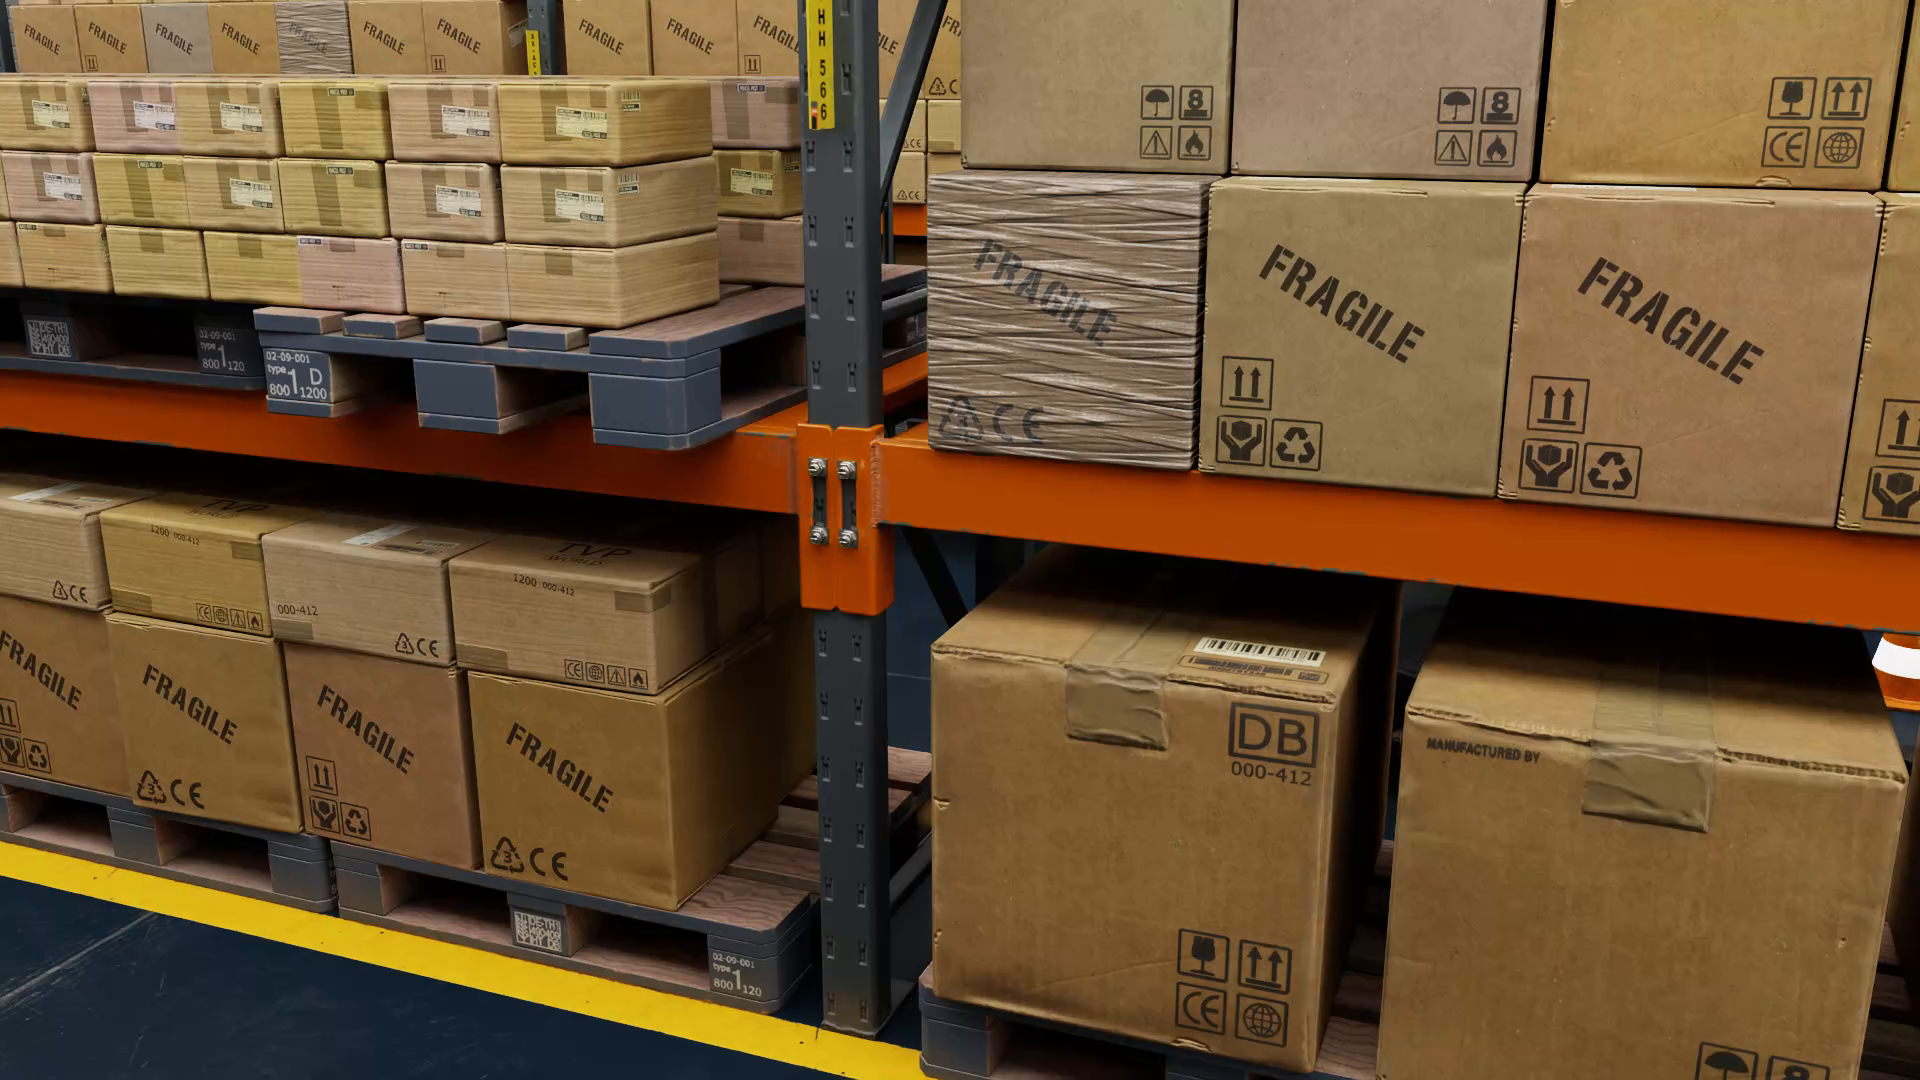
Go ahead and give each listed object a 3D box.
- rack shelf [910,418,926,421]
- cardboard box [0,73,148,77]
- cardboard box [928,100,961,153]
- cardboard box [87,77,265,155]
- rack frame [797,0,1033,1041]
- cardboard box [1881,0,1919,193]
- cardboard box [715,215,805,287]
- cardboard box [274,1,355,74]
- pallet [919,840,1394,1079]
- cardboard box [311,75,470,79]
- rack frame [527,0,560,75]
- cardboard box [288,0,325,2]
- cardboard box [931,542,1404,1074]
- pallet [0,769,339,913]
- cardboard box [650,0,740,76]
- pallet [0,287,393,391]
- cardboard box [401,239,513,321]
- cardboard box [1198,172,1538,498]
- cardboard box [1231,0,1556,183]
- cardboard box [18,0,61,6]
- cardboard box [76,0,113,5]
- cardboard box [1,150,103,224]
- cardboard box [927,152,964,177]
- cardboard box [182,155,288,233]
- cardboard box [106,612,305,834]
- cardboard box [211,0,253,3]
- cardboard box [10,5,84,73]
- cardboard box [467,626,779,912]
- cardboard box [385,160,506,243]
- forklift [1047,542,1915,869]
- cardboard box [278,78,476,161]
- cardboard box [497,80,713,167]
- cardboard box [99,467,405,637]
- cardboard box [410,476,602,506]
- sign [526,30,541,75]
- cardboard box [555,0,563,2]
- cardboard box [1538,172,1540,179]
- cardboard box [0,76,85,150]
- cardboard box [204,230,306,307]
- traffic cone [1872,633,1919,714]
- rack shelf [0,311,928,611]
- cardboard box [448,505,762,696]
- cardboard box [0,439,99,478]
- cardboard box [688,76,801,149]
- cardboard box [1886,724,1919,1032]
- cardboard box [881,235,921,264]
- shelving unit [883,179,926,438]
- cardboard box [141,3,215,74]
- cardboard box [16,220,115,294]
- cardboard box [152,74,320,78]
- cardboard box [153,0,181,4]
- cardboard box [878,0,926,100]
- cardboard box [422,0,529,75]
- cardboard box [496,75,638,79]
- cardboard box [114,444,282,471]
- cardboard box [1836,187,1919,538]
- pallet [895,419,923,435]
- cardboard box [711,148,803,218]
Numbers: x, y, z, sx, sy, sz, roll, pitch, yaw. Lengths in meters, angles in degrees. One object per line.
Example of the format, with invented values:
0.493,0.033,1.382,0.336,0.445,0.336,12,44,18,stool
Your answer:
0.079,-0.539,6.985,1.000,0.185,0.538,6,17,21,rack shelf
-2.369,-1.194,4.536,0.250,0.149,0.380,6,17,19,cardboard box
0.162,-2.060,8.261,0.500,0.250,0.500,6,17,19,cardboard box
-1.627,-0.919,3.589,0.250,0.149,0.380,6,17,21,cardboard box
-0.055,-0.515,3.569,0.127,3.000,1.000,6,17,21,rack frame
1.784,-0.840,2.712,0.500,0.500,0.700,6,17,20,cardboard box
-0.397,-0.694,3.883,0.250,0.149,0.380,6,17,20,cardboard box
-3.540,-2.827,9.559,0.500,0.500,0.500,7,17,21,cardboard box
0.651,0.924,3.612,1.213,0.211,1.003,6,17,21,pallet
-1.390,-1.087,4.168,0.250,0.149,0.380,7,18,23,cardboard box
-2.054,-2.219,9.436,0.127,3.000,1.000,6,17,21,rack frame
-3.623,-3.154,9.523,0.250,0.149,0.380,6,17,19,cardboard box
0.479,0.449,3.529,0.750,0.750,1.050,6,17,20,cardboard box
-1.912,0.618,4.665,1.213,0.211,1.003,6,17,21,pallet
-1.266,-2.582,8.716,0.500,0.500,0.500,6,17,20,cardboard box
-1.911,-0.615,4.256,1.213,0.211,1.003,6,17,21,pallet
-0.913,-0.553,3.397,0.250,0.149,0.380,6,17,20,cardboard box
0.738,-0.396,2.979,0.500,0.500,0.500,6,17,20,cardboard box
0.830,-0.944,3.071,0.500,0.500,0.700,6,17,20,cardboard box
-5.546,-3.359,10.229,0.250,0.149,0.380,7,17,22,cardboard box
-5.076,-3.295,10.006,0.250,0.149,0.380,7,18,22,cardboard box
-1.882,-0.803,3.723,0.250,0.149,0.380,7,18,22,cardboard box
0.158,-1.826,8.351,0.500,0.250,0.500,6,17,20,cardboard box
-1.409,-0.750,3.542,0.250,0.149,0.380,6,17,21,cardboard box
-1.742,0.380,4.215,0.500,0.500,0.500,5,17,18,cardboard box
-4.119,-3.190,9.645,0.250,0.149,0.380,6,17,19,cardboard box
-5.433,-3.033,10.268,0.500,0.500,0.500,6,17,19,cardboard box
-0.763,0.484,3.857,0.500,0.500,0.500,6,17,20,cardboard box
-0.930,-0.699,3.363,0.250,0.149,0.380,7,18,23,cardboard box
1.591,-0.812,4.713,1.130,2.935,3.031,-12,20,-36,forklift
-1.155,-0.866,3.408,0.250,0.149,0.380,7,18,22,cardboard box
-0.679,-0.813,3.225,0.250,0.149,0.380,6,17,18,cardboard box
-1.728,0.016,4.122,0.500,0.250,0.500,7,17,22,cardboard box
-1.079,-0.062,4.392,0.500,0.250,0.500,6,17,20,cardboard box
-2.256,-2.528,8.808,0.005,0.325,0.100,6,17,21,sign
-2.252,-3.158,9.535,0.250,0.149,0.380,6,17,20,cardboard box
1.391,-0.484,3.283,0.500,0.500,0.500,6,17,20,cardboard box
-2.123,-0.973,3.775,0.250,0.149,0.380,7,18,22,cardboard box
-1.383,-0.606,3.579,0.250,0.149,0.380,6,17,20,cardboard box
3.085,0.284,5.366,0.334,0.463,0.336,6,17,21,traffic cone
-1.915,-0.374,4.374,4.000,0.370,1.077,6,17,21,rack shelf
-0.787,0.121,3.761,0.500,0.250,0.500,6,17,19,cardboard box
-2.689,-0.088,4.482,0.500,0.250,0.500,7,18,22,cardboard box
-0.418,-0.980,3.800,0.250,0.149,0.380,6,17,21,cardboard box
2.160,0.633,2.896,0.750,0.750,1.050,6,17,21,cardboard box
-0.604,-1.267,9.215,0.875,0.875,0.875,7,18,22,cardboard box
0.079,-0.712,6.934,1.048,1.500,0.538,6,17,21,shelving unit
-4.468,-2.931,9.918,0.500,0.500,0.500,6,17,20,cardboard box
-1.874,-0.660,3.765,0.250,0.149,0.380,7,18,22,cardboard box
-1.868,-1.140,4.351,0.250,0.149,0.380,6,17,20,cardboard box
-4.561,-3.259,9.884,0.250,0.149,0.380,6,17,21,cardboard box
-0.317,-2.479,8.361,0.500,0.500,0.500,6,17,20,cardboard box
-2.594,-2.724,9.202,0.500,0.500,0.500,6,17,20,cardboard box
-0.891,-1.033,3.981,0.250,0.149,0.380,6,17,20,cardboard box
-2.020,-0.169,4.760,0.500,0.250,0.500,5,17,18,cardboard box
1.669,-0.293,2.623,0.500,0.500,0.500,6,17,20,cardboard box
-0.169,-0.696,9.192,1.213,0.211,1.003,6,17,21,pallet
-0.431,-0.841,3.853,0.250,0.149,0.380,7,18,23,cardboard box
